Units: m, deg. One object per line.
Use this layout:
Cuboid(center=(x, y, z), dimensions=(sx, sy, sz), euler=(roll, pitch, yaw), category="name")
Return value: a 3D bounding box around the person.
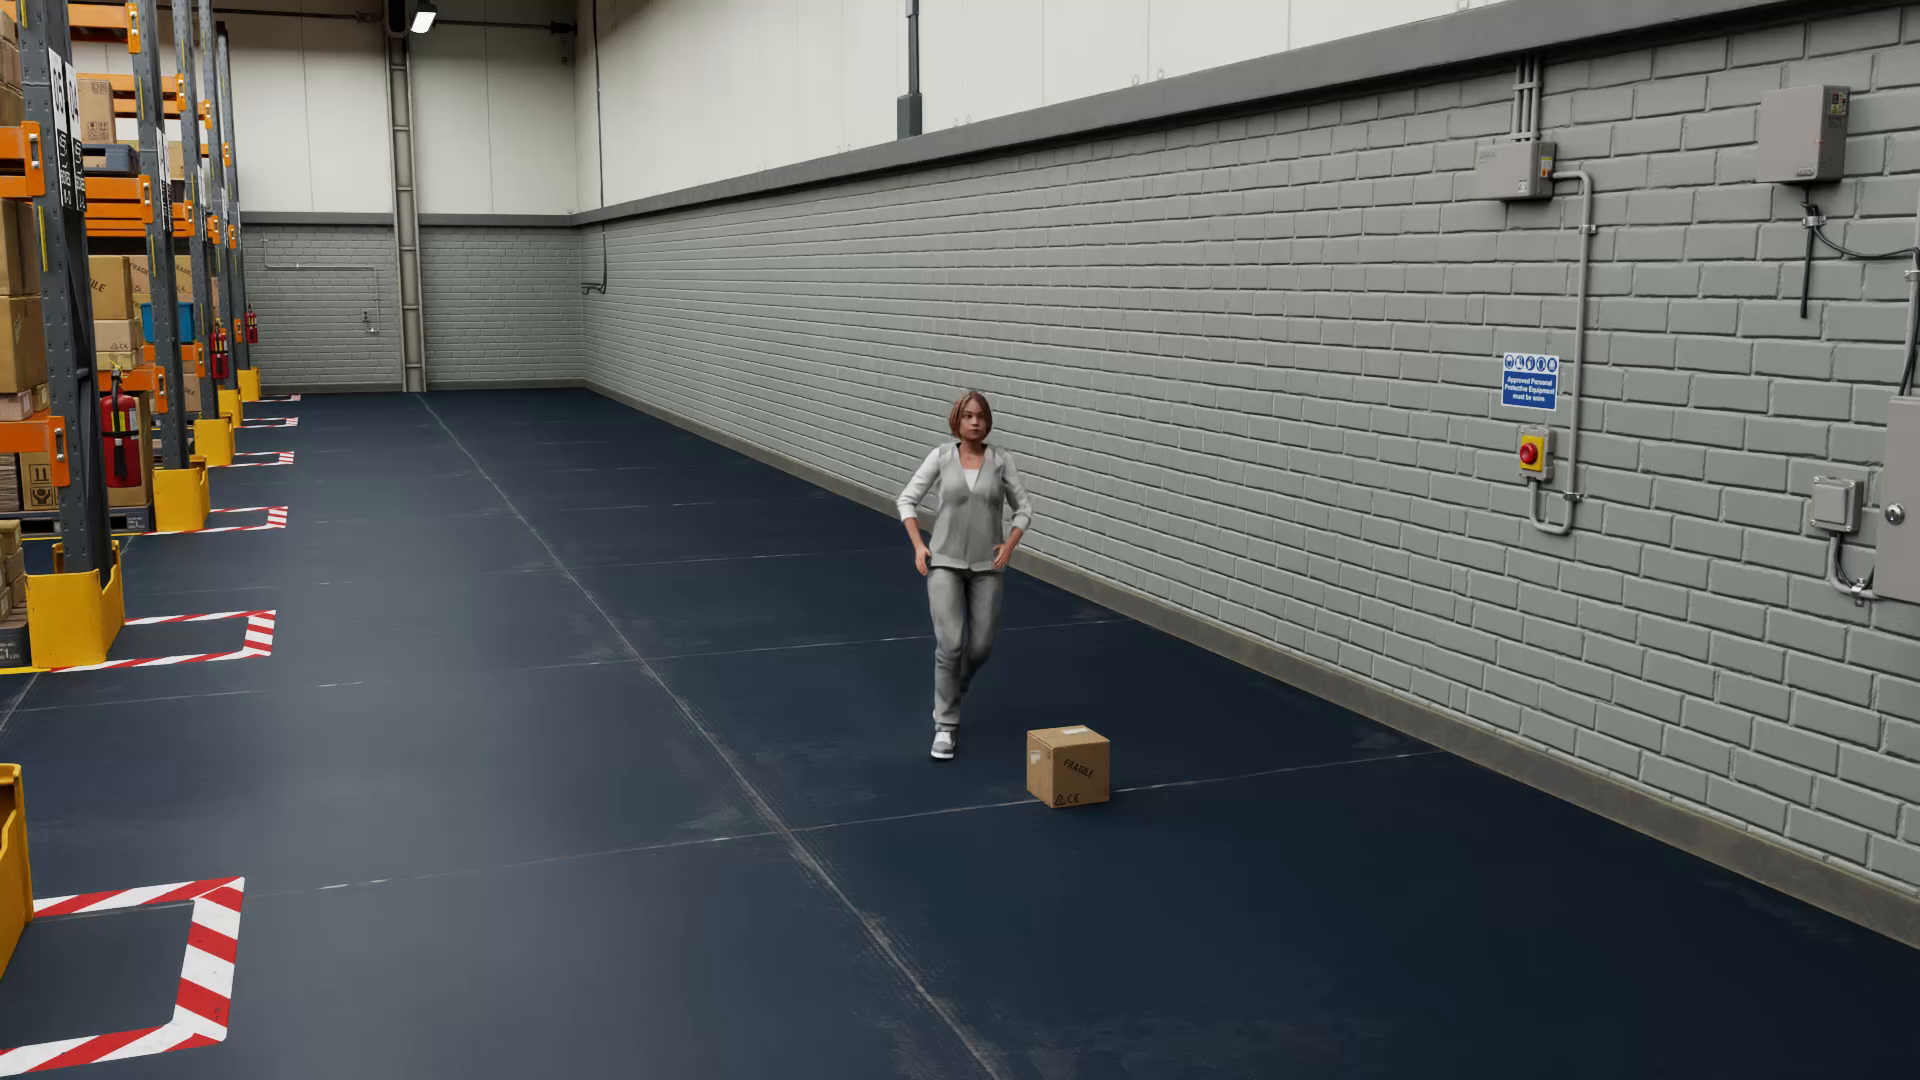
Cuboid(center=(0.033, 0.133, 7.294), dimensions=(0.592, 1.561, 0.598), euler=(-1, 9, -8), category="person")
